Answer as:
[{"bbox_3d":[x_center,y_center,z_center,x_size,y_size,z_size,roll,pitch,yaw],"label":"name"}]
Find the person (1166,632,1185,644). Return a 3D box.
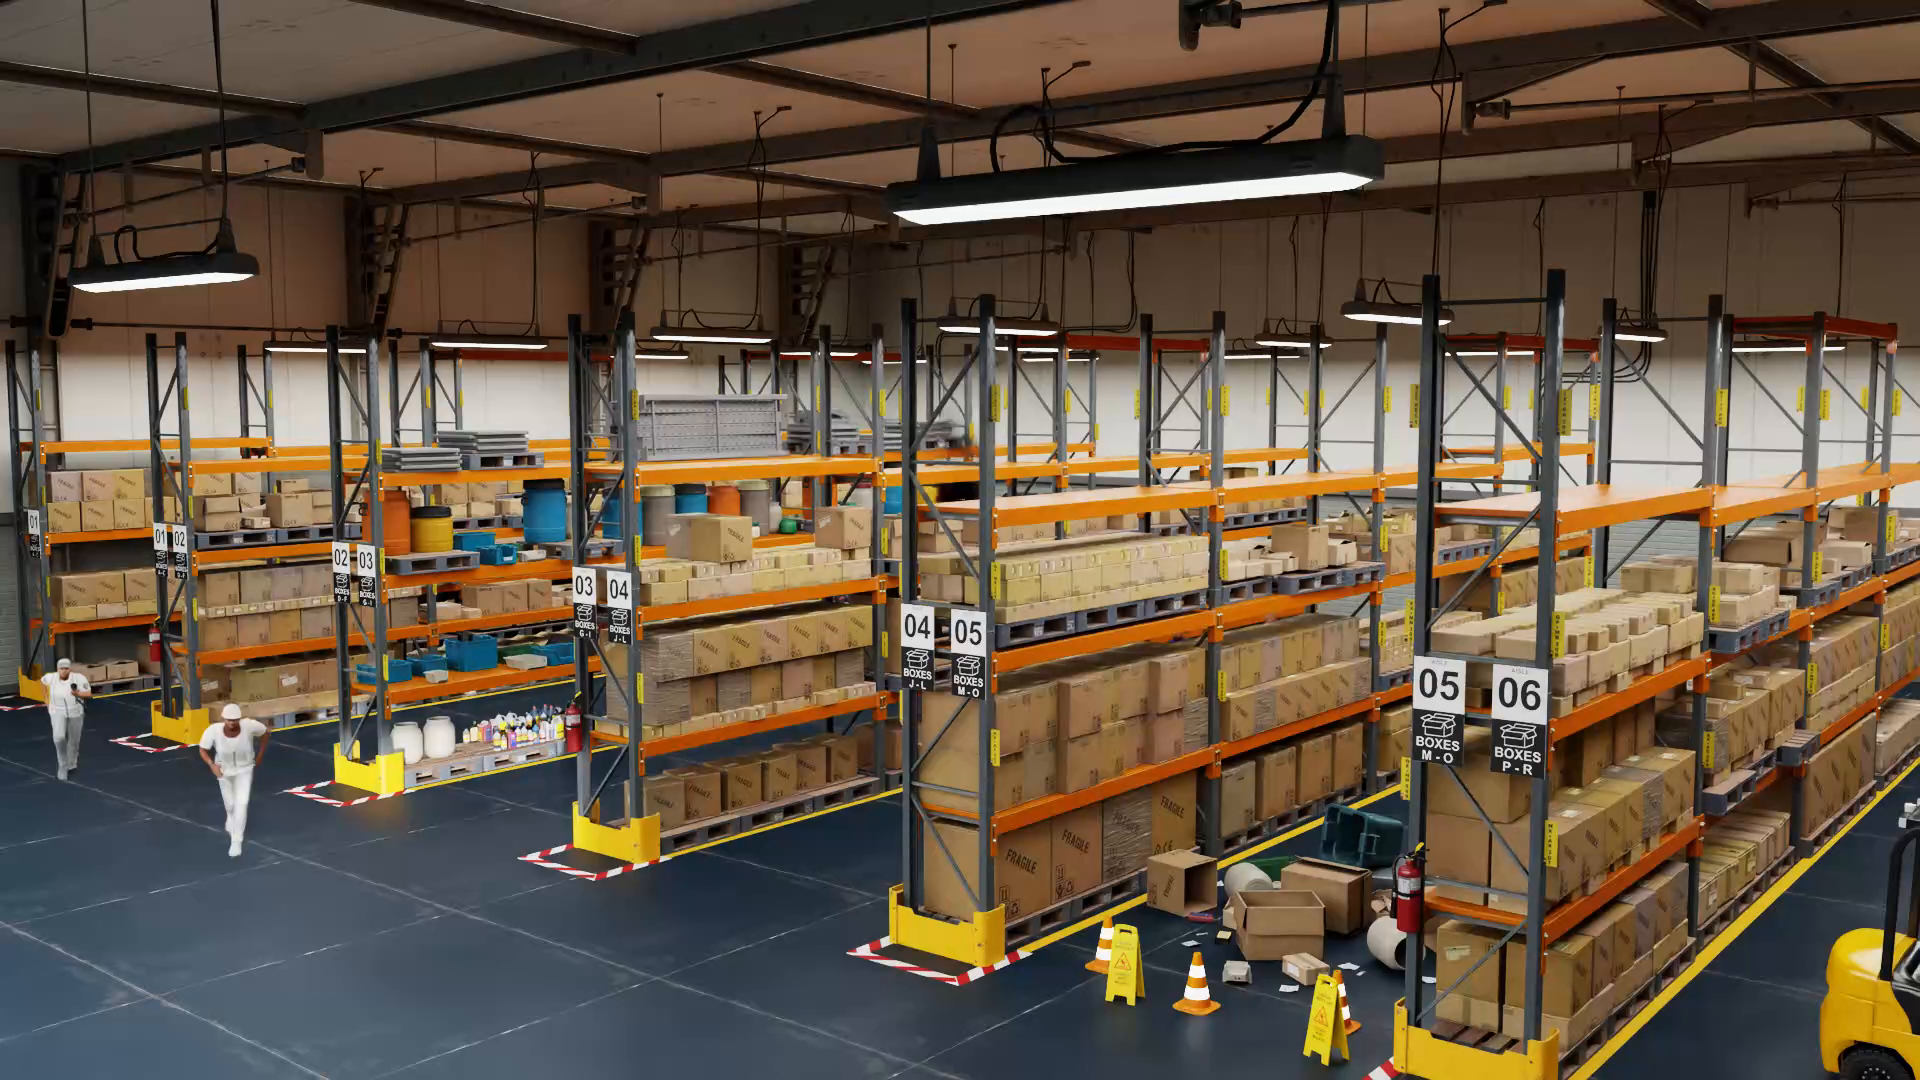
[{"bbox_3d":[3.148,2.004,24.187,0.558,1.552,0.535,3,6,32],"label":"person"}]

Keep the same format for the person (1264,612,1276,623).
[{"bbox_3d":[4.940,1.953,26.532,0.659,1.686,0.605,3,6,33],"label":"person"}]

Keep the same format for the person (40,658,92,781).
[{"bbox_3d":[-11.931,2.360,22.226,0.595,1.638,0.894,-3,6,-30],"label":"person"}]

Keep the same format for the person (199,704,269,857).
[{"bbox_3d":[-8.228,2.646,18.867,0.734,1.713,1.047,-3,6,-27],"label":"person"}]
